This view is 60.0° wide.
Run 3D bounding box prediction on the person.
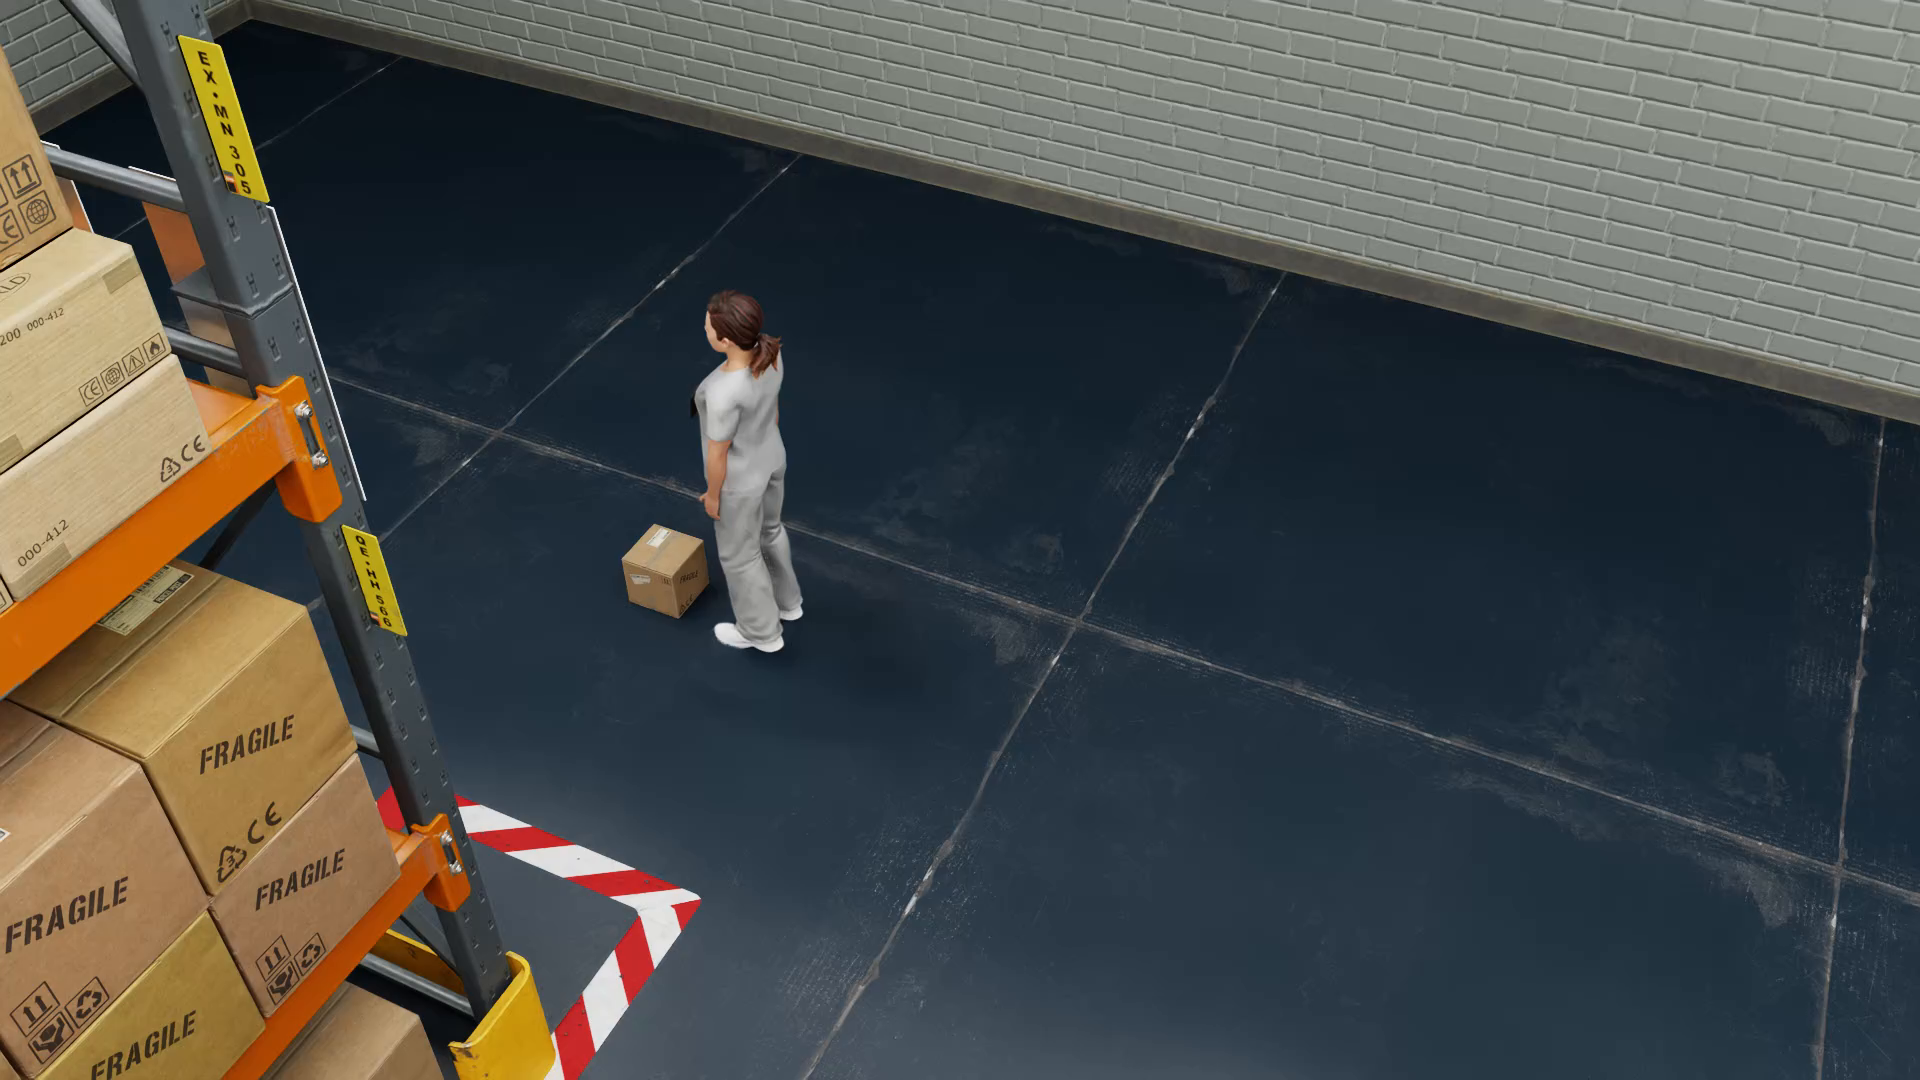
[{"bbox_3d":[-0.833,-0.243,6.453,0.370,1.658,0.440,18,45,19],"label":"person"}]
